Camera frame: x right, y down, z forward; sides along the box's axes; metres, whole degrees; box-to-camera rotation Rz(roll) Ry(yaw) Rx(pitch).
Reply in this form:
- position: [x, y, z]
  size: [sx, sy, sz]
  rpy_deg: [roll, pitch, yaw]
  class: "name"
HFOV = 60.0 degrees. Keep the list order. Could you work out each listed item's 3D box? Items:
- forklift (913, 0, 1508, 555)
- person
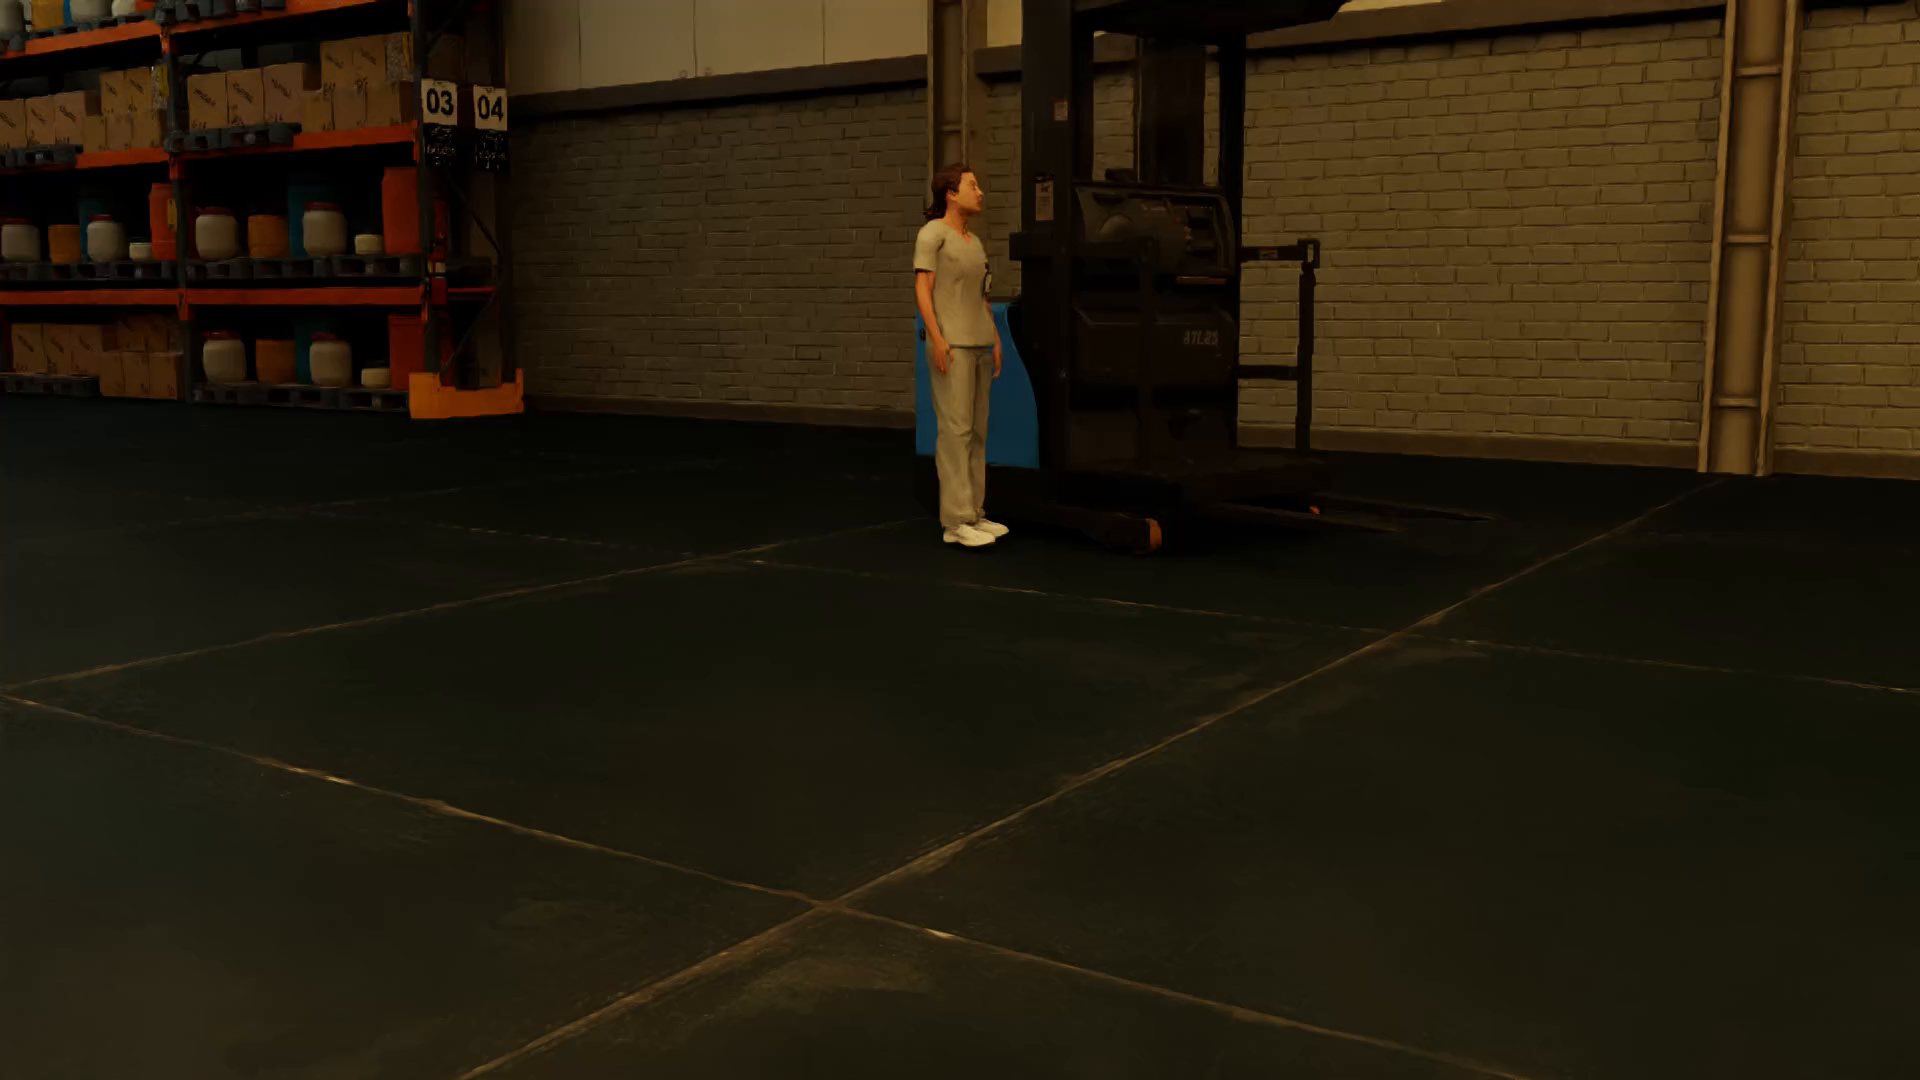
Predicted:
- position: [1.032, -1.463, 7.482]
  size: [1.130, 2.935, 3.031]
  rpy_deg: [-6, 10, -36]
  class: "forklift"
- position: [0.055, -0.841, 7.431]
  size: [0.545, 1.673, 0.549]
  rpy_deg: [5, 10, 34]
  class: "person"
